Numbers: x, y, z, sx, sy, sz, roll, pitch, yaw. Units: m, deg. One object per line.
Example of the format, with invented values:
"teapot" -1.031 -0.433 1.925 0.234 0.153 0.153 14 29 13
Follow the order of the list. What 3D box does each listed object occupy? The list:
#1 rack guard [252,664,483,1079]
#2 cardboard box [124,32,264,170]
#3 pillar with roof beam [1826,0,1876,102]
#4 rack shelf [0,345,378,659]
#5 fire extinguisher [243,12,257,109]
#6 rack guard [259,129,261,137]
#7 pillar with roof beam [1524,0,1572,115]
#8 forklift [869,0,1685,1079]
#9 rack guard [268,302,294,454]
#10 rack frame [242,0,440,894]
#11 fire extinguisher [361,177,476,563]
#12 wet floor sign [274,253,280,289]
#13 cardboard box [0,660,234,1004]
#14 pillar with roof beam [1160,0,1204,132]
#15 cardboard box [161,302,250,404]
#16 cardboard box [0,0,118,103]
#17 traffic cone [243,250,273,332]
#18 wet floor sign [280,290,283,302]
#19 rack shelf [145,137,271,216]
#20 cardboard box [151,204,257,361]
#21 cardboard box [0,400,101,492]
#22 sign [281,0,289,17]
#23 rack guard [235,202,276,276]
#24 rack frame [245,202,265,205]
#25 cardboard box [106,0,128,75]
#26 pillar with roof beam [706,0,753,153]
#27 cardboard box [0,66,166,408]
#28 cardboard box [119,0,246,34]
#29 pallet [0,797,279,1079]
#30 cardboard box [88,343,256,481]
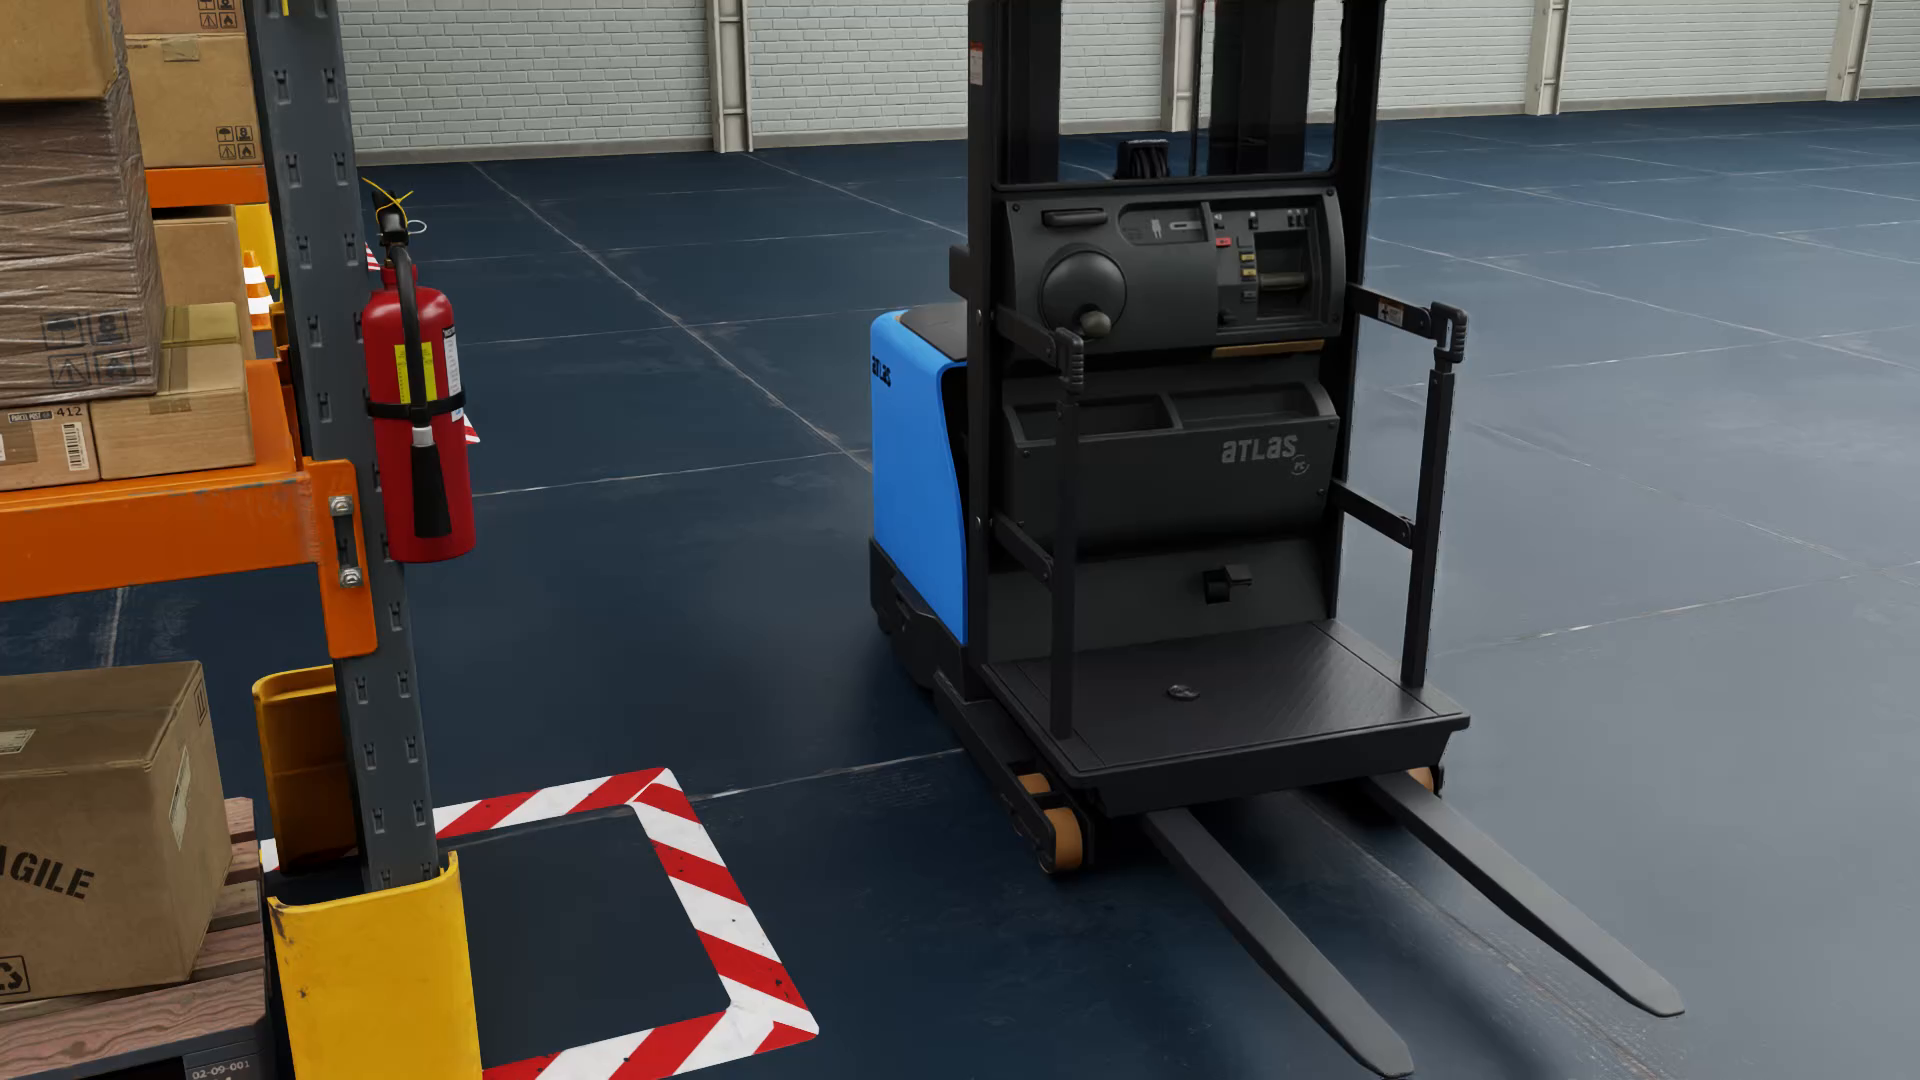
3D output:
"rack guard" -1.342 0.726 3.707 0.348 0.500 1.175 -8 21 -22
"cardboard box" -3.467 -1.997 7.451 0.550 0.550 0.875 -8 21 -22
"pillar with roof beam" 15.579 -9.855 20.963 0.400 9.000 9.100 -8 21 -22
"rack shelf" -3.108 0.140 2.692 4.000 0.370 1.077 -8 21 -22
"fire extinguisher" -4.910 -3.323 11.560 0.183 0.674 0.296 -8 21 -22
"rack guard" -7.145 -3.822 16.625 0.348 0.500 1.175 -8 21 -22
"pillar with roof beam" 10.070 -9.066 18.721 0.400 9.000 9.100 -8 21 -22
"forklift" 0.633 -0.698 4.092 1.130 2.935 3.031 -6 20 -17
"rack guard" -3.122 -0.813 8.078 0.348 0.500 1.175 -8 21 -22
"rack frame" -1.272 -0.463 3.320 0.127 3.000 1.000 -8 21 -22
"fire extinguisher" -0.984 -0.301 2.977 0.183 0.674 0.296 -8 21 -22
"wet floor sign" -4.599 -2.073 11.438 0.232 0.644 0.267 -1 19 -3
"cardboard box" -1.852 0.595 3.447 0.500 0.500 0.500 -4 20 -12
"pillar with roof beam" 4.560 -8.277 16.480 0.400 9.000 9.100 -8 21 -22
"cardboard box" -1.628 -0.380 3.462 0.250 0.149 0.380 -8 21 -22
"cardboard box" -1.679 -0.974 2.668 0.500 0.500 0.500 -8 21 -22
"traffic cone" -4.329 -1.545 10.212 0.334 0.463 0.336 -8 21 -22
"wet floor sign" -3.902 -1.486 9.770 0.232 0.644 0.267 -12 23 -31
"rack shelf" -4.980 -1.386 7.026 4.000 0.370 1.077 -8 21 -22
"cardboard box" -3.740 -1.075 7.626 0.875 0.875 0.875 -8 21 -22
"cardboard box" -1.682 -0.211 2.984 0.250 0.149 0.380 -8 21 -22
"sign" -1.071 -0.986 2.587 0.005 0.325 0.100 -8 21 -22
"rack guard" -5.267 -2.296 12.290 0.348 0.500 1.175 -8 21 -22
"rack frame" -5.197 -3.485 11.903 0.127 3.000 1.000 -8 21 -22
"cardboard box" -1.885 -1.133 3.119 0.500 0.500 0.500 -8 21 -22
"pillar with roof beam" -0.949 -7.488 14.238 0.400 9.000 9.100 -8 21 -22
"cardboard box" -1.788 -0.586 3.072 0.500 0.500 0.875 -8 21 -22
"cardboard box" -3.500 -2.532 7.344 0.550 0.550 0.875 -8 21 -22
"pallet" -2.102 0.959 3.482 1.213 0.211 1.003 -8 21 -22
"cardboard box" -1.452 -0.244 3.077 0.250 0.149 0.380 -8 21 -22
